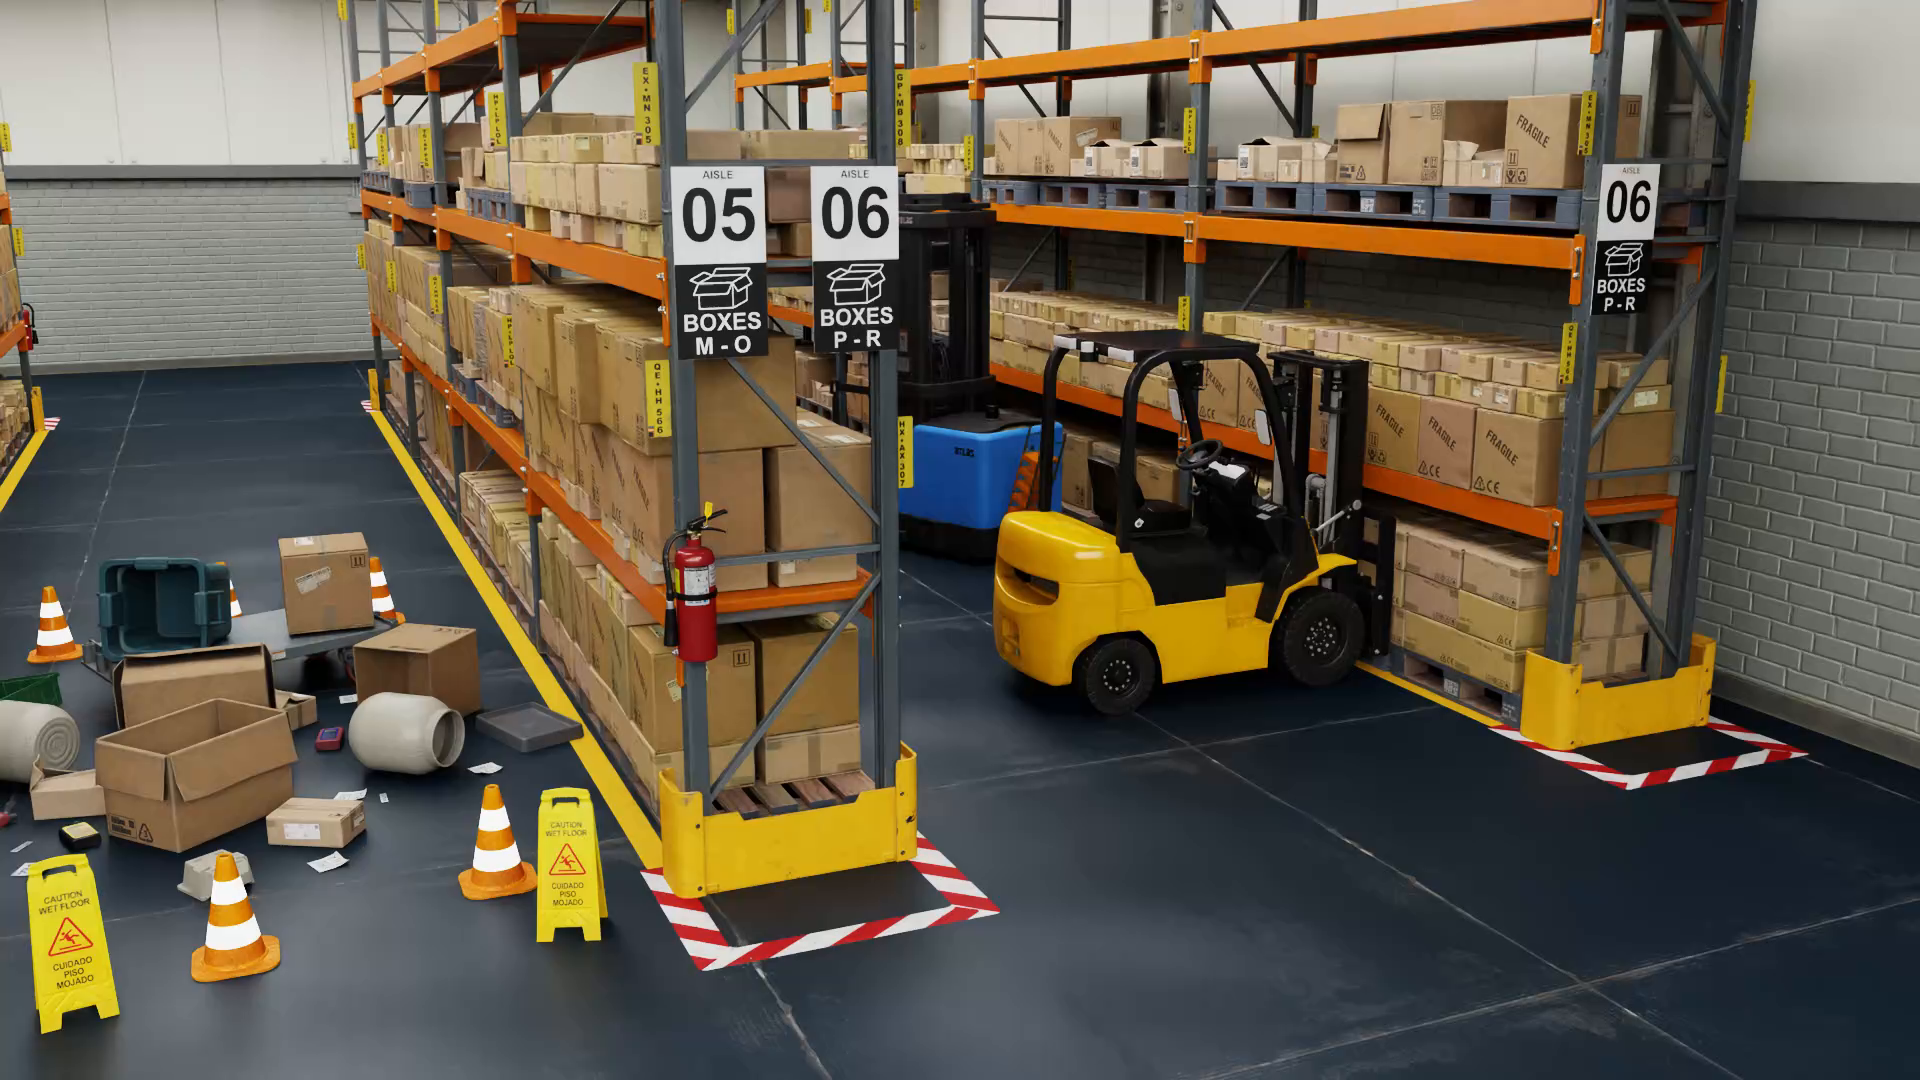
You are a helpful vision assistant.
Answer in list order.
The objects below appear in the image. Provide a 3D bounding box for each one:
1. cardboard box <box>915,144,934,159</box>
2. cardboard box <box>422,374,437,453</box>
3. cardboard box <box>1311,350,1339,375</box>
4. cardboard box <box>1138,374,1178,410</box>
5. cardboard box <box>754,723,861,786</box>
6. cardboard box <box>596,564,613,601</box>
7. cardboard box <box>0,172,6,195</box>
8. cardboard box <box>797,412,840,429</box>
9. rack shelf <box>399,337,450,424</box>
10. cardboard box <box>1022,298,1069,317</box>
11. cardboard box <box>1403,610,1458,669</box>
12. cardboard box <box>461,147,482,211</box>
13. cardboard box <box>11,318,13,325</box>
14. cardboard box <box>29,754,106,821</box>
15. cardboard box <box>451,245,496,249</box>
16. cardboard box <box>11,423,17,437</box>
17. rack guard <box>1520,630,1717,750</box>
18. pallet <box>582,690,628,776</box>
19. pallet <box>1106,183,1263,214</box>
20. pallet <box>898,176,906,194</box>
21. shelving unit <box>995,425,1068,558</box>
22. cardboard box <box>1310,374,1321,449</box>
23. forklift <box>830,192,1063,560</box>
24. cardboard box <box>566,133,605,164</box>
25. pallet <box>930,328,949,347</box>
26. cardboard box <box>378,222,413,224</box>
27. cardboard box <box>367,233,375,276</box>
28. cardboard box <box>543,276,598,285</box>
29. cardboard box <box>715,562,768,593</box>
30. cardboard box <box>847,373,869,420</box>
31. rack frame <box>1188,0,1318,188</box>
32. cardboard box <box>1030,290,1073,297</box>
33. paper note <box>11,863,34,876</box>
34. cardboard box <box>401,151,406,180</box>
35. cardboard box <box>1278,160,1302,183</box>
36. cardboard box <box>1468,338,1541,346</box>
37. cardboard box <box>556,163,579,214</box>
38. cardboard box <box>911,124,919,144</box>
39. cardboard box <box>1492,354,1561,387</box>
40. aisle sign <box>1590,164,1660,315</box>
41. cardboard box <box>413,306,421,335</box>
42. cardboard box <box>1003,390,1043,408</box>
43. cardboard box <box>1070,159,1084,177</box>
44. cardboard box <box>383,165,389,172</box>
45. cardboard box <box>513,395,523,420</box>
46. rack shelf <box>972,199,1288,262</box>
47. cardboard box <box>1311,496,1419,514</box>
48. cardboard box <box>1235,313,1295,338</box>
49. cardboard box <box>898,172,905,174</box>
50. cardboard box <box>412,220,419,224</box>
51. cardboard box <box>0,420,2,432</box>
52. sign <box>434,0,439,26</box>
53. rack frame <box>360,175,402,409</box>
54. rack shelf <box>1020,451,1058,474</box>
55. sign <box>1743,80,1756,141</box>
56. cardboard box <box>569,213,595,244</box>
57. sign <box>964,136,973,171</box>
[{"bbox_3d":[-0.240,-4.015,17.200,0.380,0.149,0.250,-6,14,-24],"label":"cardboard box"},{"bbox_3d":[-5.242,-1.453,17.775,0.875,0.875,0.875,-5,14,-21],"label":"cardboard box"},{"bbox_3d":[2.560,-1.208,11.278,0.380,0.149,0.250,-6,14,-25],"label":"cardboard box"},{"bbox_3d":[1.746,-1.208,13.268,0.500,0.250,0.500,-5,14,-22],"label":"cardboard box"},{"bbox_3d":[-0.827,1.019,8.483,0.500,0.250,0.500,-6,14,-23],"label":"cardboard box"},{"bbox_3d":[-1.727,0.210,8.874,0.380,0.149,0.250,-5,14,-21],"label":"cardboard box"},{"bbox_3d":[-11.237,-4.081,19.029,0.500,0.250,0.500,-6,14,-24],"label":"cardboard box"},{"bbox_3d":[-0.903,-0.348,8.340,0.500,0.500,0.500,-5,14,-21],"label":"cardboard box"},{"bbox_3d":[-4.763,-1.640,16.400,1.077,0.370,4.000,-6,14,-23],"label":"rack shelf"},{"bbox_3d":[0.794,-2.140,15.305,0.380,0.149,0.250,-5,14,-22],"label":"cardboard box"},{"bbox_3d":[3.121,0.589,10.340,0.500,0.250,0.500,-6,14,-23],"label":"cardboard box"},{"bbox_3d":[-3.591,-2.891,13.335,0.700,0.500,0.500,-6,14,-23],"label":"cardboard box"},{"bbox_3d":[-11.206,-2.543,19.264,0.380,0.149,0.250,-6,14,-23],"label":"cardboard box"},{"bbox_3d":[-4.478,1.238,8.434,0.396,0.266,0.258,-3,13,-13],"label":"cardboard box"},{"bbox_3d":[-5.155,-2.870,17.680,0.500,0.500,0.500,-5,14,-21],"label":"cardboard box"},{"bbox_3d":[-10.675,-1.227,18.409,0.380,0.149,0.250,-5,14,-22],"label":"cardboard box"},{"bbox_3d":[3.799,0.849,9.594,1.175,0.500,0.348,-6,14,-23],"label":"rack guard"},{"bbox_3d":[-1.565,0.995,9.601,1.003,0.211,1.213,-6,14,-23],"label":"pallet"},{"bbox_3d":[1.822,-2.750,13.369,0.805,0.209,1.217,-6,14,-25],"label":"pallet"},{"bbox_3d":[-0.402,-3.868,18.194,1.213,0.211,1.003,-6,14,-23],"label":"pallet"},{"bbox_3d":[0.561,-0.343,13.199,0.258,1.200,0.189,-11,36,-39],"label":"shelving unit"},{"bbox_3d":[2.554,-0.923,11.484,0.500,0.500,0.500,-6,14,-24],"label":"cardboard box"},{"bbox_3d":[-0.539,-1.522,14.446,3.031,2.935,1.130,12,18,42],"label":"forklift"},{"bbox_3d":[-1.808,-2.009,8.535,0.380,0.149,0.250,-5,14,-22],"label":"cardboard box"},{"bbox_3d":[0.249,-2.067,17.074,1.213,0.211,1.003,-6,14,-23],"label":"pallet"},{"bbox_3d":[-6.833,-3.770,20.129,0.380,0.149,0.250,-5,14,-22],"label":"cardboard box"},{"bbox_3d":[-7.021,-3.535,20.553,0.500,0.500,0.500,-6,14,-24],"label":"cardboard box"},{"bbox_3d":[-3.048,-1.979,13.018,0.380,0.149,0.250,-6,14,-26],"label":"cardboard box"},{"bbox_3d":[-1.103,0.140,7.671,0.380,0.149,0.250,-5,14,-21],"label":"cardboard box"},{"bbox_3d":[-1.030,-1.720,19.760,0.500,0.500,0.500,-5,14,-21],"label":"cardboard box"},{"bbox_3d":[2.187,-4.123,12.227,1.000,3.000,0.127,-6,14,-23],"label":"rack frame"},{"bbox_3d":[0.901,-2.343,16.179,0.380,0.149,0.250,-5,14,-21],"label":"cardboard box"},{"bbox_3d":[-4.308,1.522,7.731,0.144,0.017,0.142,-1,13,-4],"label":"paper note"},{"bbox_3d":[-5.153,-3.595,15.967,0.396,0.266,0.258,-4,14,-18],"label":"cardboard box"},{"bbox_3d":[2.397,-2.514,11.330,0.380,0.149,0.250,-5,14,-21],"label":"cardboard box"},{"bbox_3d":[3.444,-1.187,10.527,0.380,0.149,0.250,-5,14,-21],"label":"cardboard box"},{"bbox_3d":[-1.826,-1.854,8.750,0.500,0.250,0.500,-5,14,-22],"label":"cardboard box"},{"bbox_3d":[-0.696,-4.684,19.127,0.396,0.266,0.258,-6,14,-23],"label":"cardboard box"},{"bbox_3d":[3.326,-0.987,9.661,0.380,0.149,0.250,-6,14,-23],"label":"cardboard box"},{"bbox_3d":[3.547,-1.600,8.867,0.394,0.787,0.004,-6,14,-23],"label":"aisle sign"},{"bbox_3d":[-5.029,-2.142,16.196,0.500,0.250,0.500,-6,14,-25],"label":"cardboard box"},{"bbox_3d":[0.662,-1.465,17.223,0.380,0.149,0.250,-5,14,-20],"label":"cardboard box"},{"bbox_3d":[1.160,-3.152,14.087,0.380,0.149,0.250,-6,14,-24],"label":"cardboard box"},{"bbox_3d":[-6.113,-4.156,18.168,0.396,0.266,0.258,-5,14,-21],"label":"cardboard box"},{"bbox_3d":[-2.818,-0.915,11.296,0.380,0.149,0.250,-5,14,-22],"label":"cardboard box"},{"bbox_3d":[1.386,-2.724,14.432,1.077,0.370,4.000,-6,14,-23],"label":"rack shelf"},{"bbox_3d":[2.702,-0.107,11.128,0.500,0.250,0.500,-6,14,-24],"label":"cardboard box"},{"bbox_3d":[2.247,-1.573,12.194,0.380,0.149,0.250,-5,14,-22],"label":"cardboard box"},{"bbox_3d":[-0.959,-4.517,20.253,0.500,0.250,0.500,-6,14,-24],"label":"cardboard box"},{"bbox_3d":[-6.715,-3.976,21.019,0.380,0.149,0.250,-5,14,-22],"label":"cardboard box"},{"bbox_3d":[-10.419,-1.207,17.663,0.380,0.149,0.250,-5,14,-20],"label":"cardboard box"},{"bbox_3d":[-6.663,-6.693,21.084,0.100,0.325,0.005,-6,14,-23],"label":"sign"},{"bbox_3d":[-7.166,-3.230,21.675,1.000,3.000,0.127,-6,14,-23],"label":"rack frame"},{"bbox_3d":[0.628,-0.615,13.054,0.258,0.103,0.180,-11,36,-39],"label":"rack shelf"},{"bbox_3d":[4.301,-2.349,9.099,0.100,0.325,0.005,-6,14,-23],"label":"sign"},{"bbox_3d":[-1.812,-1.626,8.646,0.380,0.149,0.250,-6,14,-24],"label":"cardboard box"},{"bbox_3d":[0.087,-3.691,15.868,0.100,0.325,0.005,-6,14,-23],"label":"sign"}]
